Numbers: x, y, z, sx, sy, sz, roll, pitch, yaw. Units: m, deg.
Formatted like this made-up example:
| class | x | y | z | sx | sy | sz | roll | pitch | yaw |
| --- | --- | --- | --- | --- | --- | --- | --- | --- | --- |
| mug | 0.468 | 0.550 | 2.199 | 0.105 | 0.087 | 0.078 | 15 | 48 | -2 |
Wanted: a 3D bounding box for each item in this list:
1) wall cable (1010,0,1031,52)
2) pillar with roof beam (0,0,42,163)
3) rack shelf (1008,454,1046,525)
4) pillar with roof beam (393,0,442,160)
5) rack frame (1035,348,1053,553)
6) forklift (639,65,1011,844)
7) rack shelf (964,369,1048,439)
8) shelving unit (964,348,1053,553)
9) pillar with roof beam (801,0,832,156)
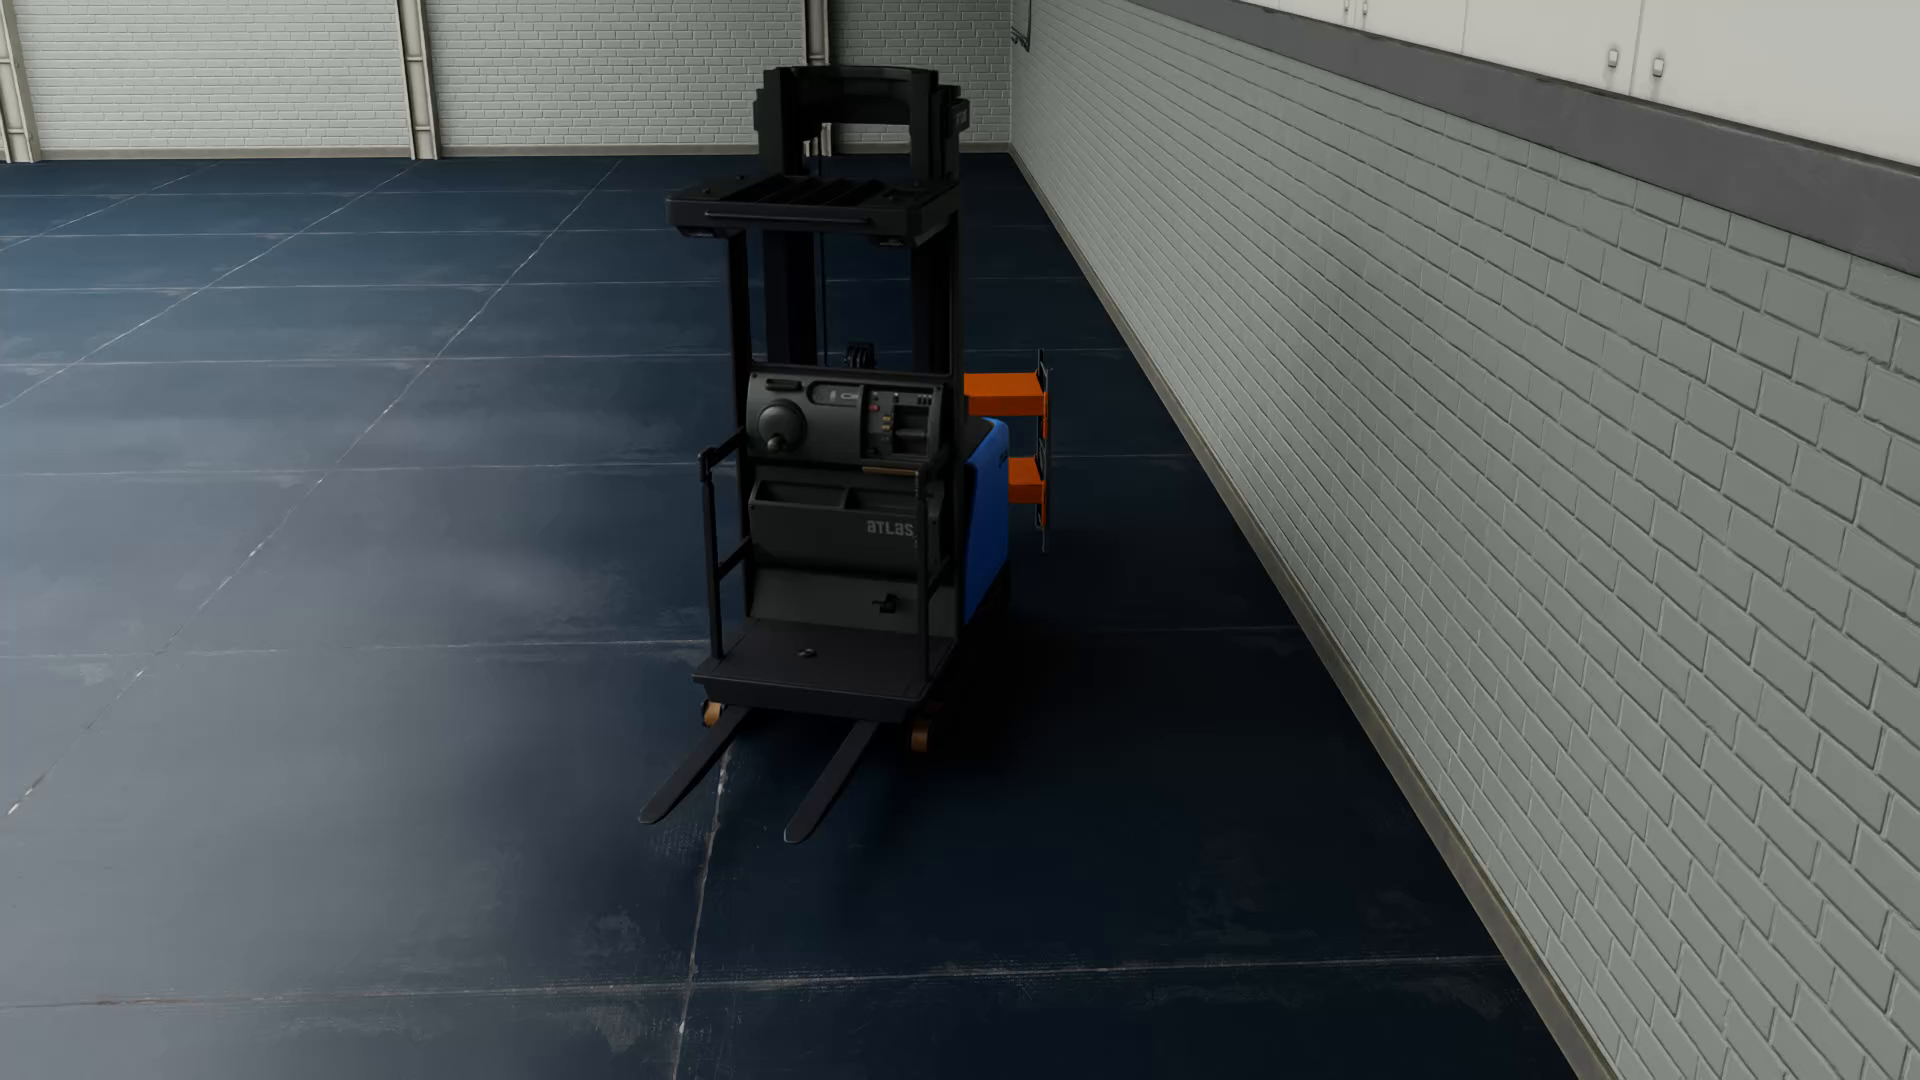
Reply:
| class | x | y | z | sx | sy | sz | roll | pitch | yaw |
| --- | --- | --- | --- | --- | --- | --- | --- | --- | --- |
| wall cable | 0.828 | -8.328 | 23.712 | 0.112 | 2.526 | 3.097 | -1 | 21 | -3 |
| pillar with roof beam | -13.923 | -8.416 | 19.580 | 0.400 | 9.000 | 9.100 | -1 | 21 | -3 |
| rack shelf | -0.007 | -0.297 | 10.007 | 1.000 | 0.278 | 0.538 | -1 | 21 | -3 |
| pillar with roof beam | -7.933 | -8.538 | 19.900 | 0.400 | 9.000 | 9.100 | -1 | 21 | -3 |
| rack frame | 0.501 | -0.536 | 9.948 | 0.032 | 1.125 | 0.500 | -1 | 21 | -3 |
| forklift | -0.580 | -0.542 | 7.426 | 1.130 | 2.935 | 3.031 | 5 | 21 | 13 |
| rack shelf | -0.007 | -0.799 | 9.816 | 1.000 | 0.278 | 0.538 | -1 | 21 | -3 |
| shelving unit | -0.007 | -0.526 | 9.920 | 1.048 | 1.125 | 0.538 | -1 | 21 | -3 |
| pillar with roof beam | -1.943 | -8.660 | 20.220 | 0.400 | 9.000 | 9.100 | -1 | 21 | -3 |
